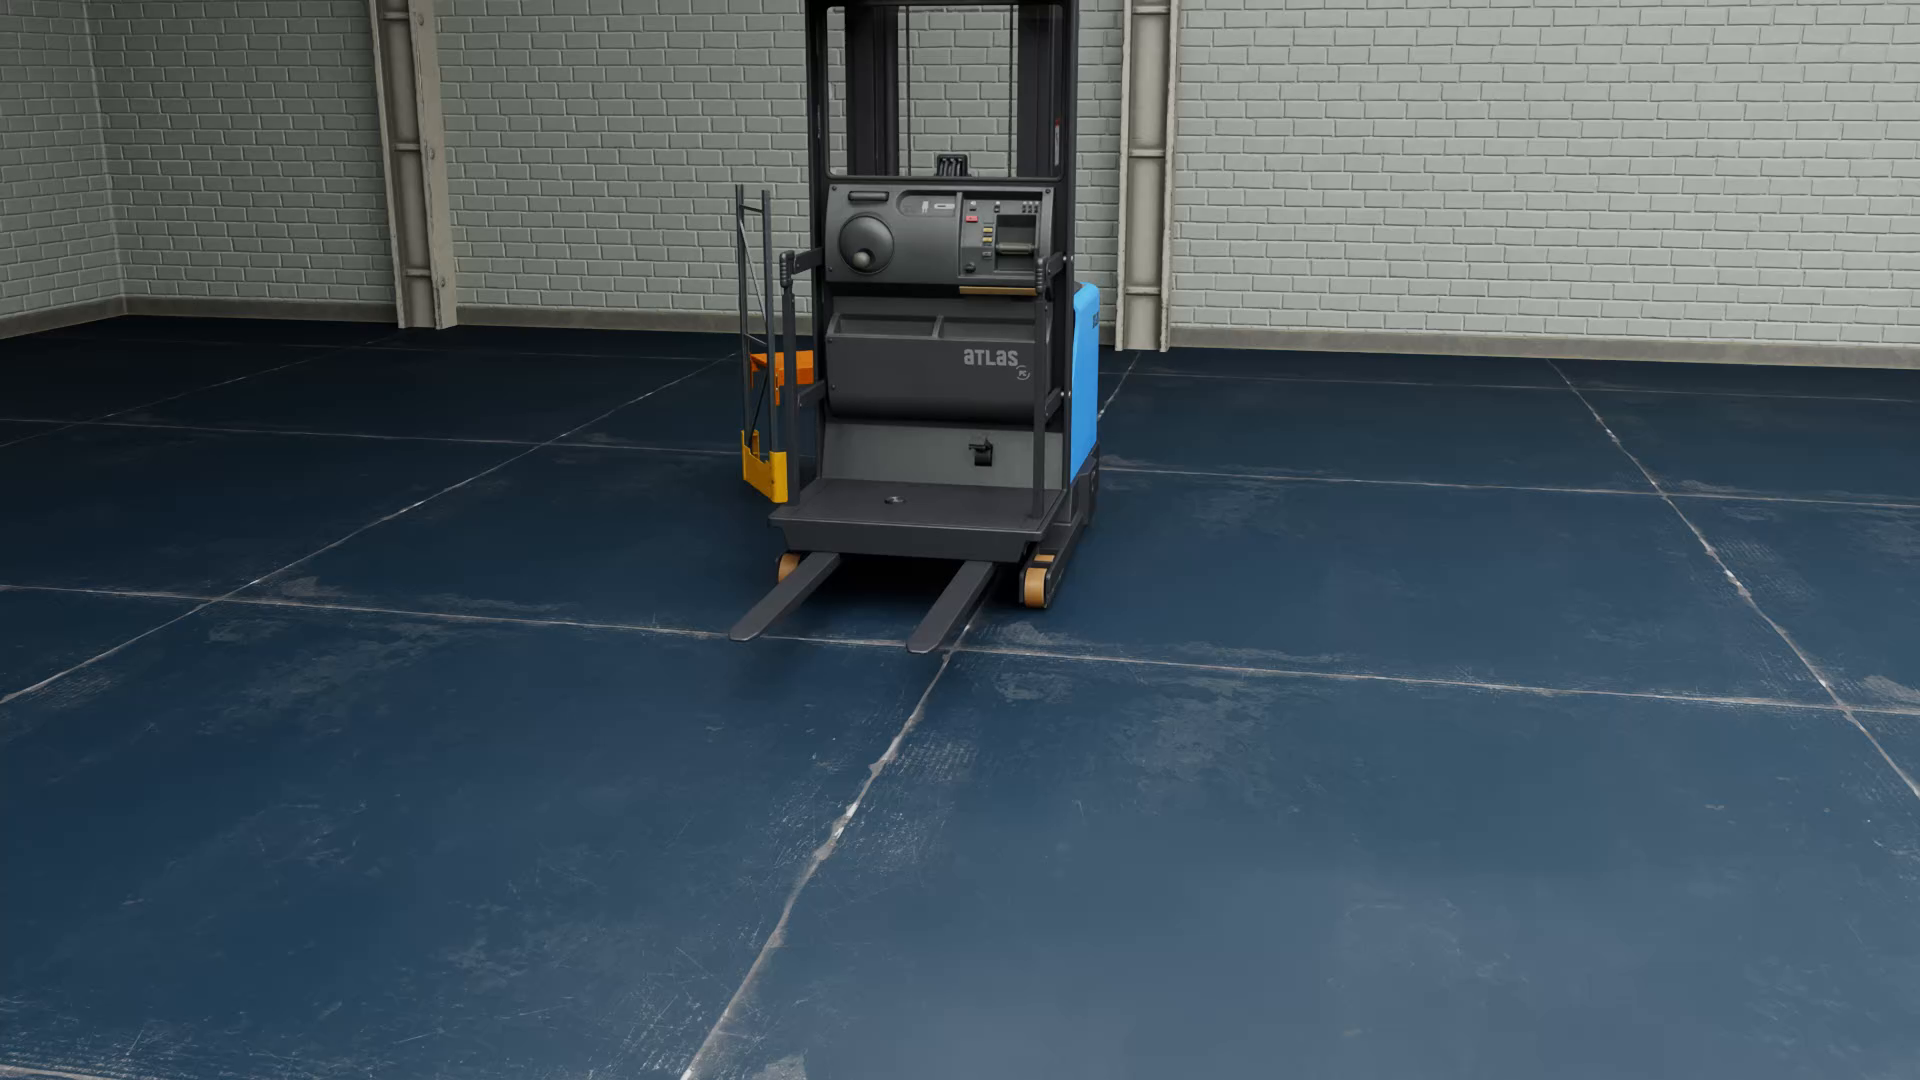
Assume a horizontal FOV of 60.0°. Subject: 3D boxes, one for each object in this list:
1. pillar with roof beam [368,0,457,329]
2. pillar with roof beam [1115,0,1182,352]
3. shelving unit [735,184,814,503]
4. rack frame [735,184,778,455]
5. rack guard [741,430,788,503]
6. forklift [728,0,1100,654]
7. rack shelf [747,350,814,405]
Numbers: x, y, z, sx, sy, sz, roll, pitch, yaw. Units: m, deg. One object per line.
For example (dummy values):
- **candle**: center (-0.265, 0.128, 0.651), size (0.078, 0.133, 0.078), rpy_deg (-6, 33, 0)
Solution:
- **pillar with roof beam**: center (-5.329, -5.011, 8.726), size (0.400, 9.000, 9.100), rpy_deg (3, 16, 11)
- **pillar with roof beam**: center (0.551, -4.692, 7.574), size (0.400, 9.000, 9.100), rpy_deg (3, 16, 11)
- **shelving unit**: center (-0.525, -1.031, 8.405), size (1.083, 1.500, 0.587), rpy_deg (-6, 17, -22)
- **rack frame**: center (-1.001, -0.977, 8.209), size (0.032, 1.500, 0.500), rpy_deg (-6, 17, -22)
- **rack guard**: center (-0.983, -0.377, 8.383), size (0.087, 0.250, 0.587), rpy_deg (-6, 17, -22)
- **forklift**: center (-0.127, -1.249, 6.510), size (1.130, 2.935, 3.031), rpy_deg (3, 16, 11)
- **rack shelf**: center (-0.533, -0.857, 8.449), size (1.000, 0.185, 0.538), rpy_deg (-6, 17, -22)
